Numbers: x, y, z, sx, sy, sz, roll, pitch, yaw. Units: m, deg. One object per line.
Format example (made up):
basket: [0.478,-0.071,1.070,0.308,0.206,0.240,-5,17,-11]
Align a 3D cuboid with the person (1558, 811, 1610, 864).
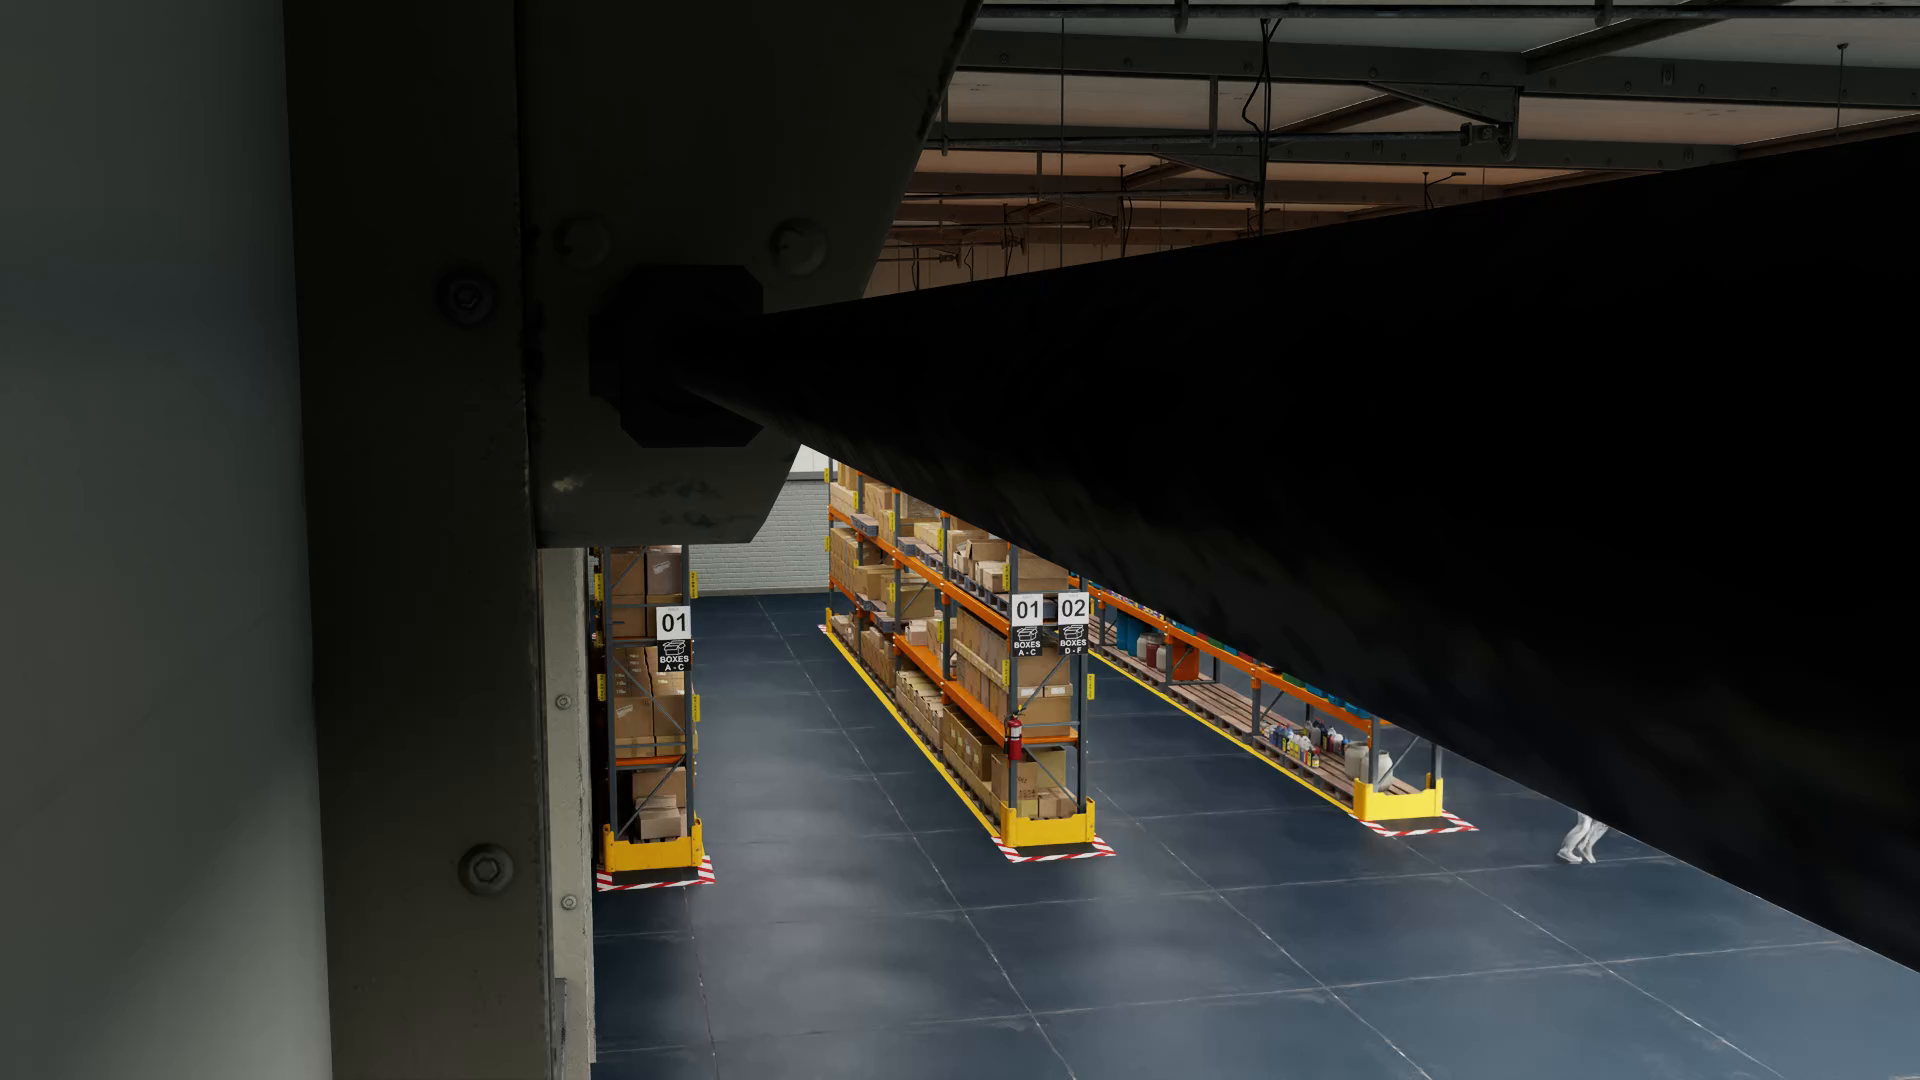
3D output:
person: [7.653,3.117,20.178,0.676,1.714,0.632,4,8,28]
